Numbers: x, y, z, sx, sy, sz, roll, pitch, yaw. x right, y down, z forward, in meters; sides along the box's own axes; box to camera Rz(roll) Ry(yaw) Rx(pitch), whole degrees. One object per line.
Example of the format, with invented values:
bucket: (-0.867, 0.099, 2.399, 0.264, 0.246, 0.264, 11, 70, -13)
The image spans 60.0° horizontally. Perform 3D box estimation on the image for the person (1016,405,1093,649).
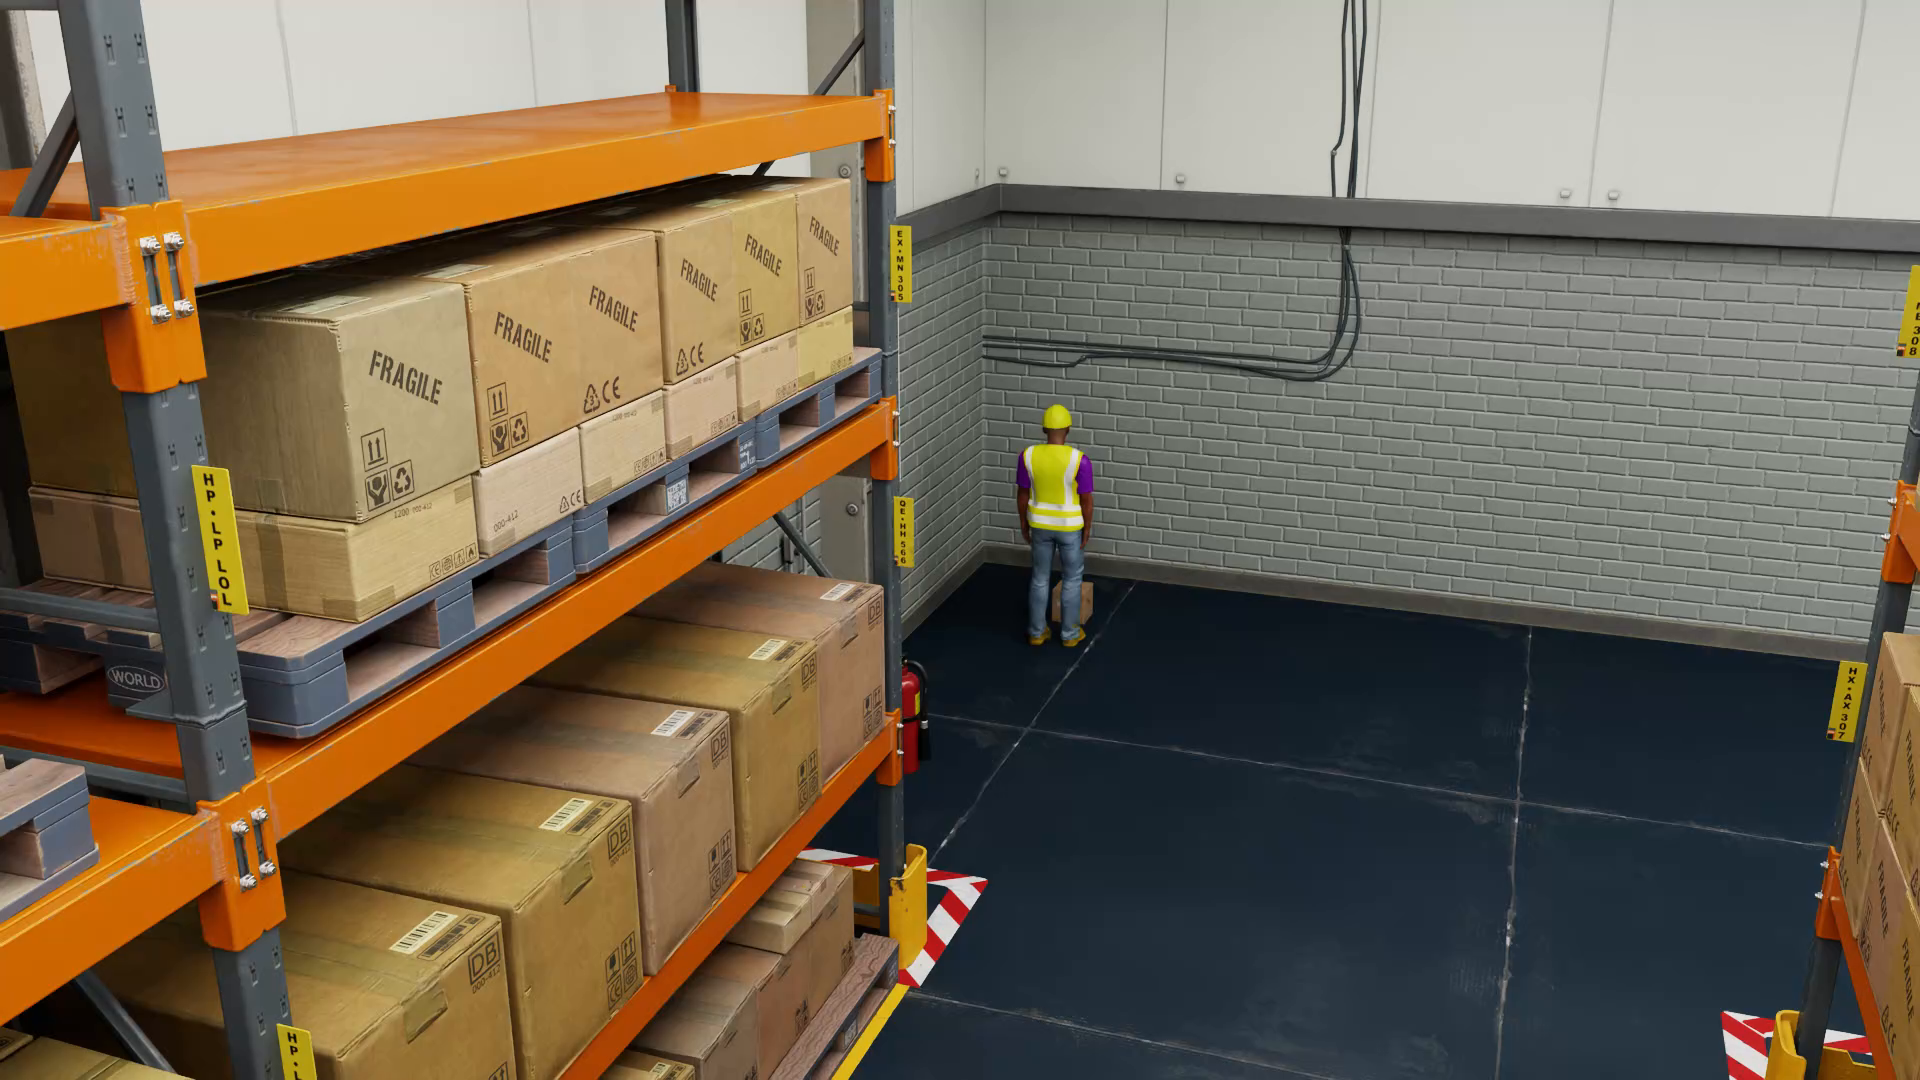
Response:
person: (0.678, -0.105, 11.843, 0.564, 1.764, 0.362, 7, 20, 19)
